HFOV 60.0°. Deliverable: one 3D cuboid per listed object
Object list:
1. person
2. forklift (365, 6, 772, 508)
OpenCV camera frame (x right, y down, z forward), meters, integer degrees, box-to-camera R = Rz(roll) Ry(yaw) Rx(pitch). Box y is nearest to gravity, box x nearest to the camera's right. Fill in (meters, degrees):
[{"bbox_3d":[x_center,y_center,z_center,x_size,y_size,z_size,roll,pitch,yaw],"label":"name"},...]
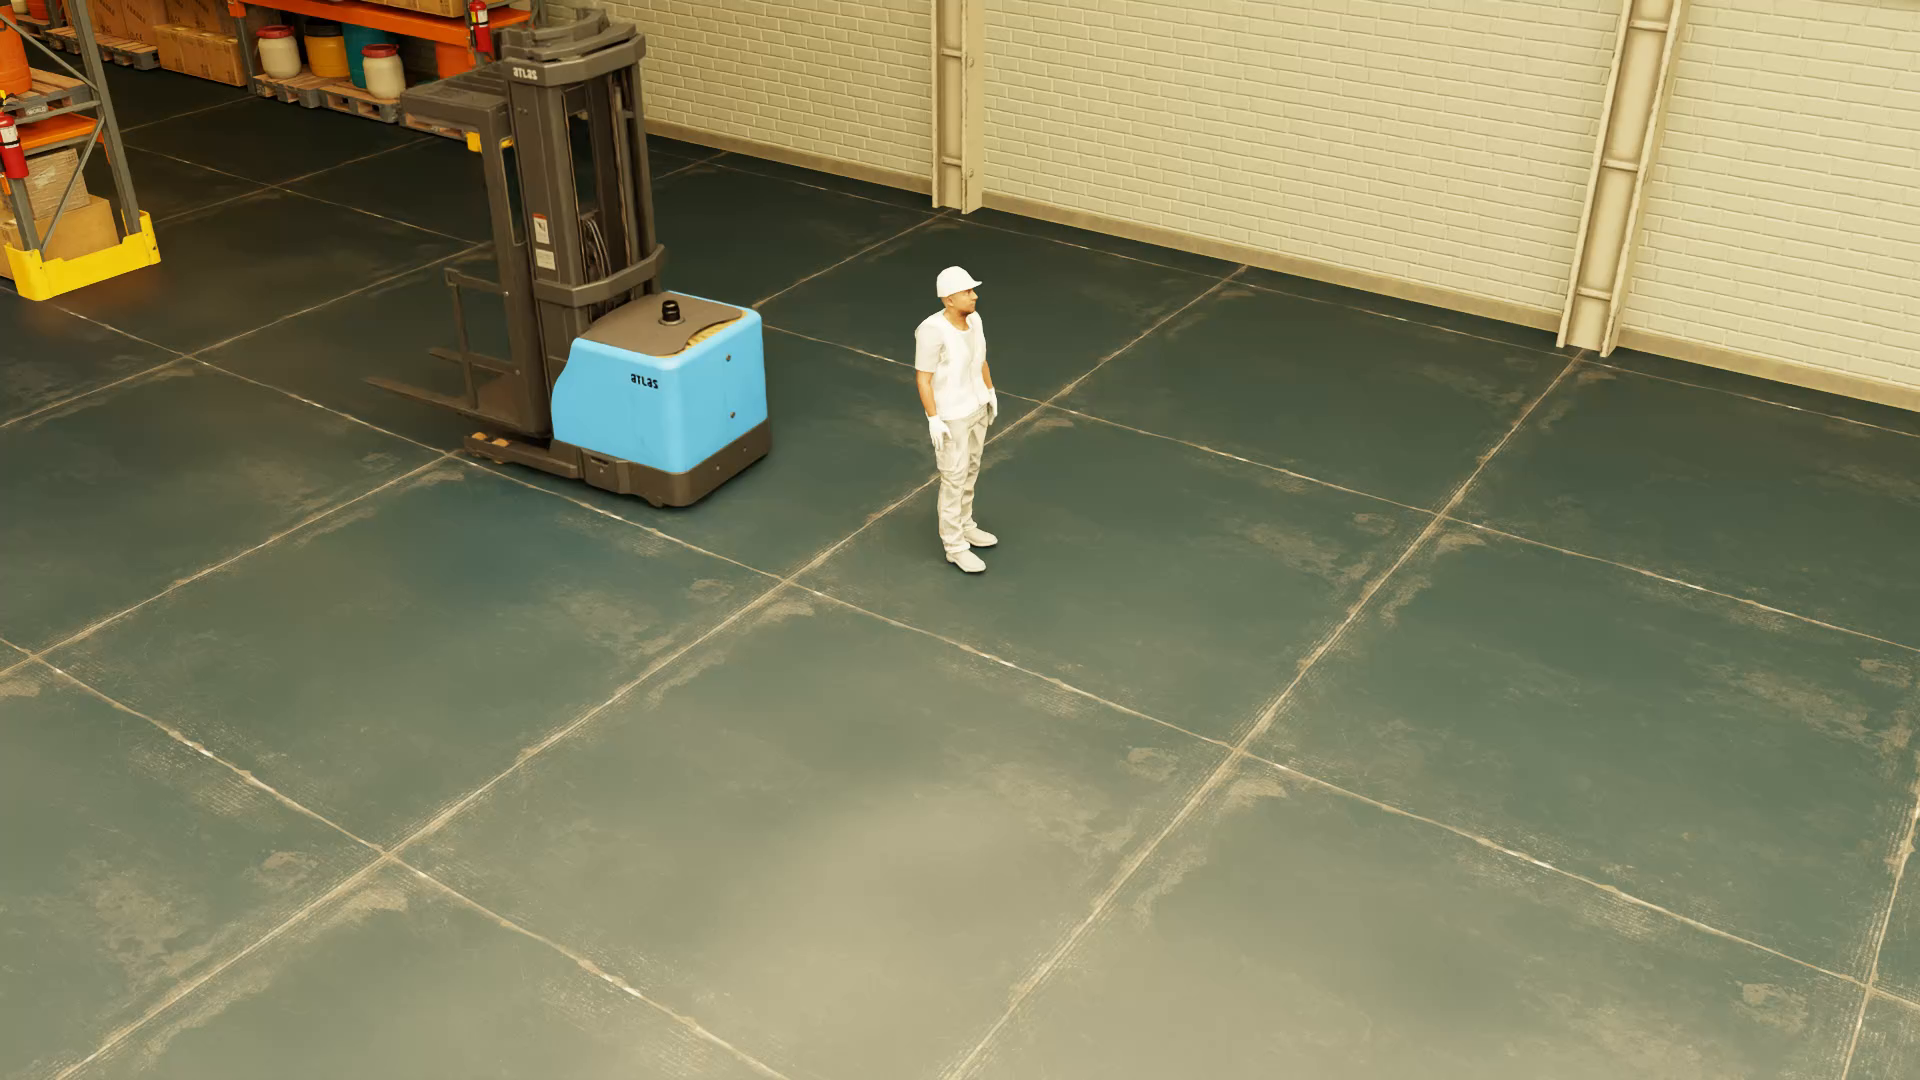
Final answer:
[{"bbox_3d":[0.056,-0.753,10.008,0.575,1.784,0.656,19,35,29],"label":"person"},{"bbox_3d":[-2.833,-2.004,11.033,3.031,2.935,1.130,16,34,25],"label":"forklift"}]
